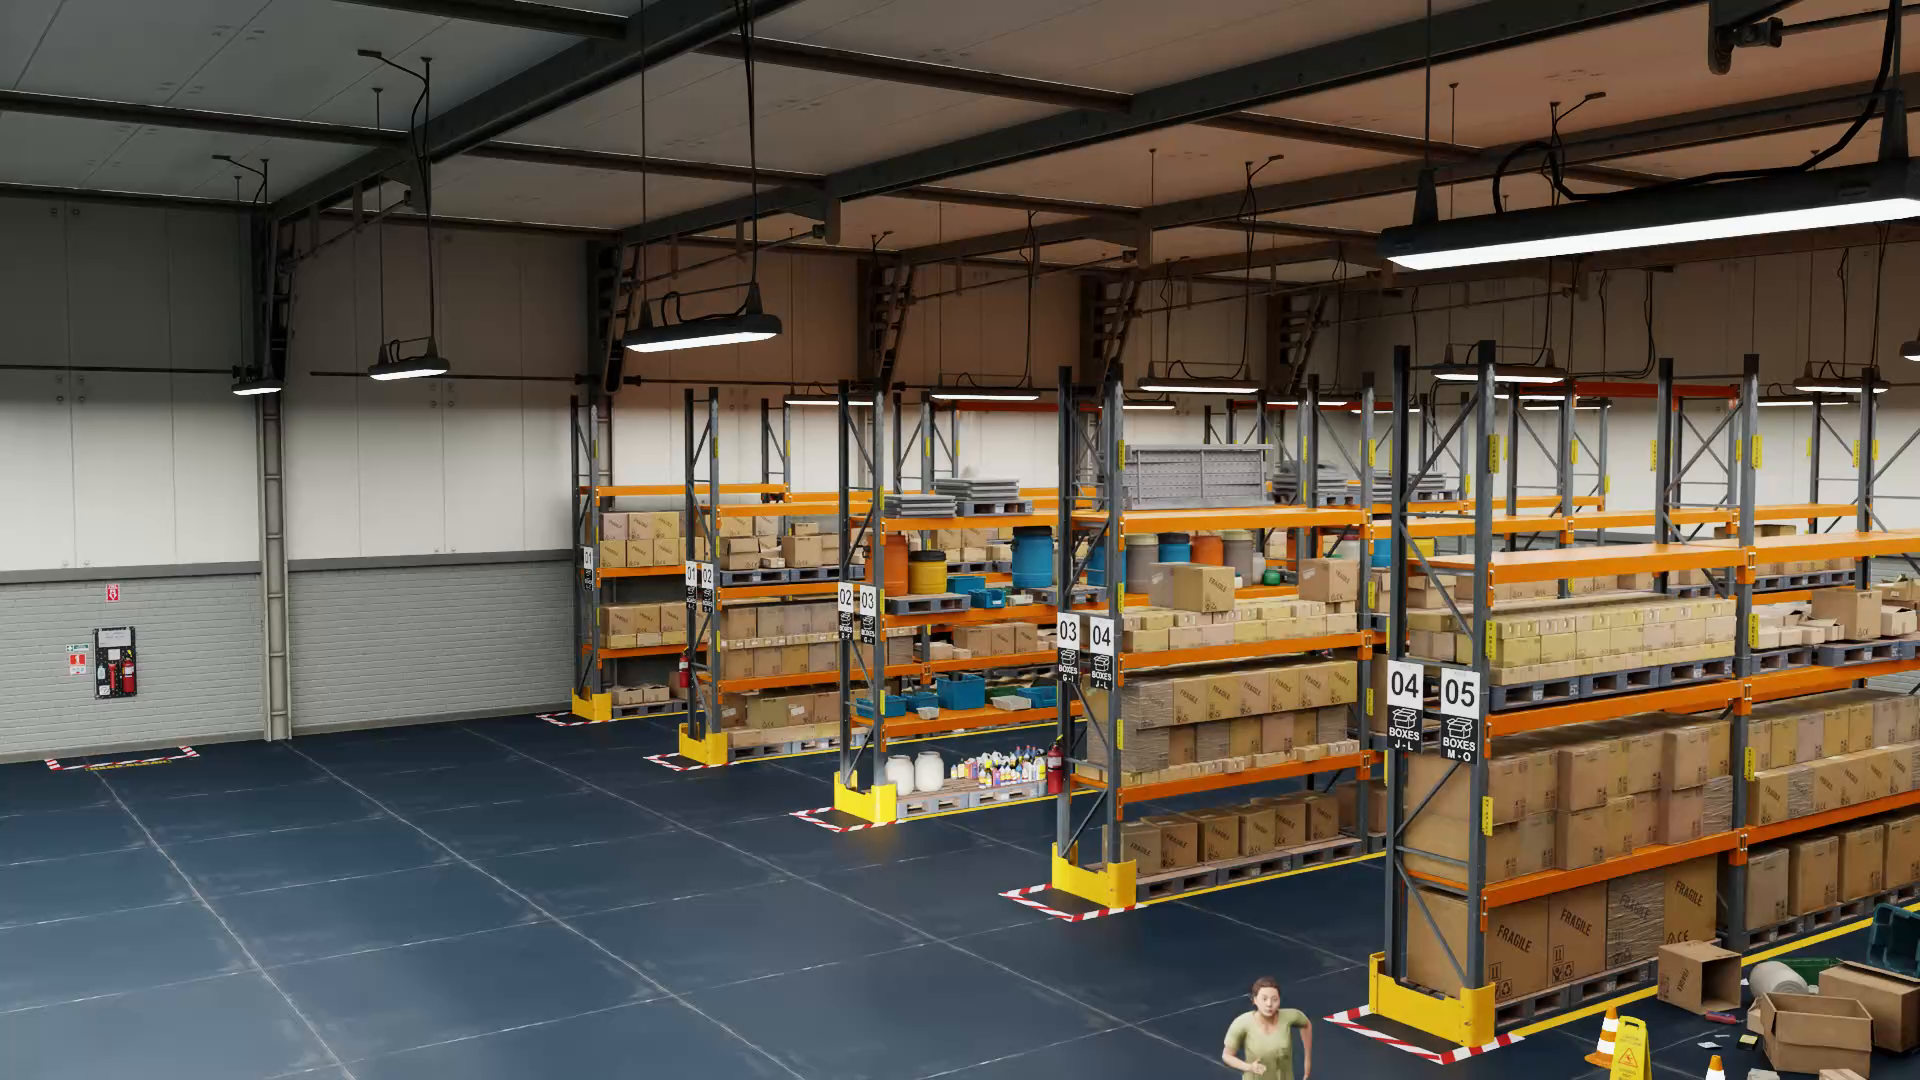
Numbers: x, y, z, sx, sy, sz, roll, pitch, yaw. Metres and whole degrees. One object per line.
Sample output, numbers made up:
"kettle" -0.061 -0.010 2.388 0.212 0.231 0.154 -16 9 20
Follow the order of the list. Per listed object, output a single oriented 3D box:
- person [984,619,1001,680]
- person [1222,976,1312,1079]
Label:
"person" 0.612 2.297 33.242 0.938 1.685 0.547 -3 5 -40
"person" 2.022 3.675 10.968 0.599 1.702 0.821 0 3 6
